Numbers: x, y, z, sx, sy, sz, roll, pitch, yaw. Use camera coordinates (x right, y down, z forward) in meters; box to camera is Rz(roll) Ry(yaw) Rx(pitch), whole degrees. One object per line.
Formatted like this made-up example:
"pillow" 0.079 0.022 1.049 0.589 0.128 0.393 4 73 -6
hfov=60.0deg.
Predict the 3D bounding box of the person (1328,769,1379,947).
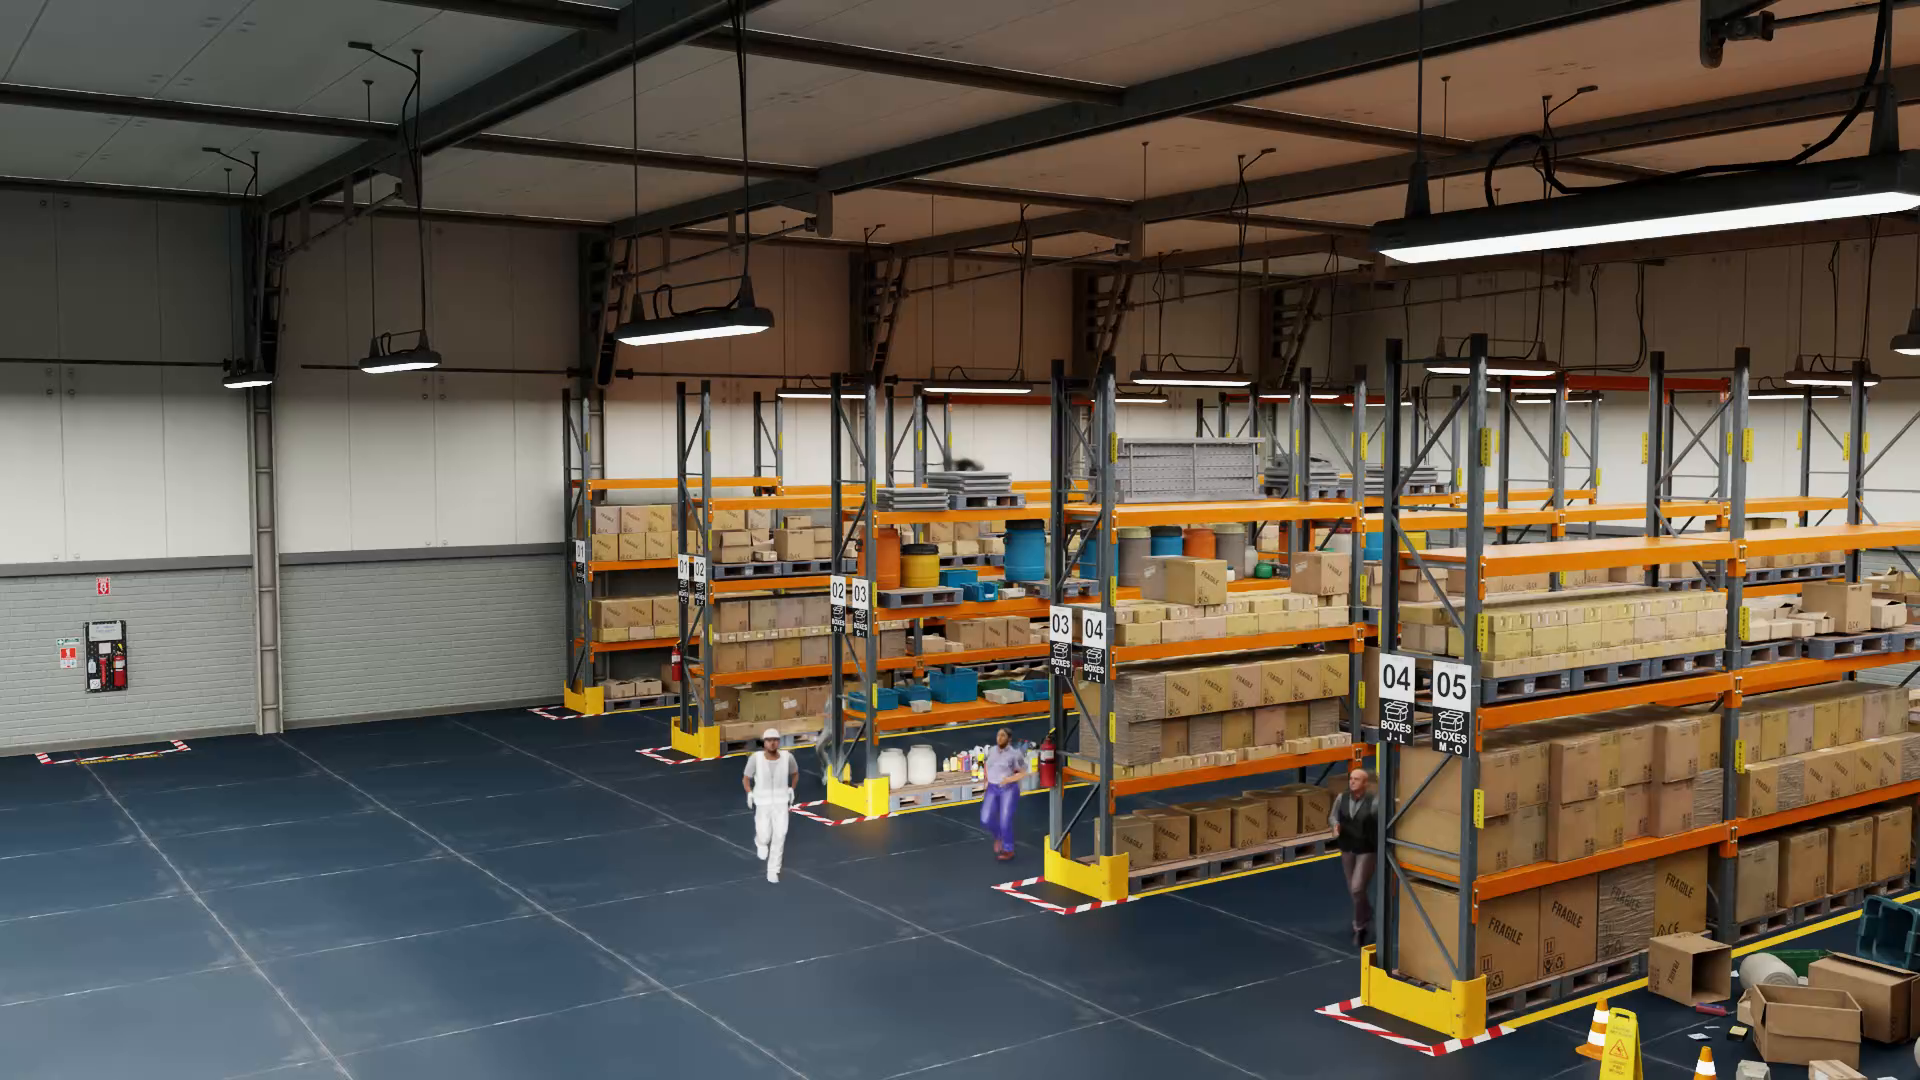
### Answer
"person" 4.082 3.229 16.978 0.673 1.804 0.760 3 5 43

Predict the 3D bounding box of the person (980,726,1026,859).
"person" 0.489 3.066 20.137 0.597 1.601 0.550 2 4 30

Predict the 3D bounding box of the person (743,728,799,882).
"person" -2.196 3.058 19.404 0.665 1.750 0.719 -1 4 -11

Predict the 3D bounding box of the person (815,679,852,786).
"person" -1.853 2.818 24.361 0.664 1.591 0.526 -3 5 -40
